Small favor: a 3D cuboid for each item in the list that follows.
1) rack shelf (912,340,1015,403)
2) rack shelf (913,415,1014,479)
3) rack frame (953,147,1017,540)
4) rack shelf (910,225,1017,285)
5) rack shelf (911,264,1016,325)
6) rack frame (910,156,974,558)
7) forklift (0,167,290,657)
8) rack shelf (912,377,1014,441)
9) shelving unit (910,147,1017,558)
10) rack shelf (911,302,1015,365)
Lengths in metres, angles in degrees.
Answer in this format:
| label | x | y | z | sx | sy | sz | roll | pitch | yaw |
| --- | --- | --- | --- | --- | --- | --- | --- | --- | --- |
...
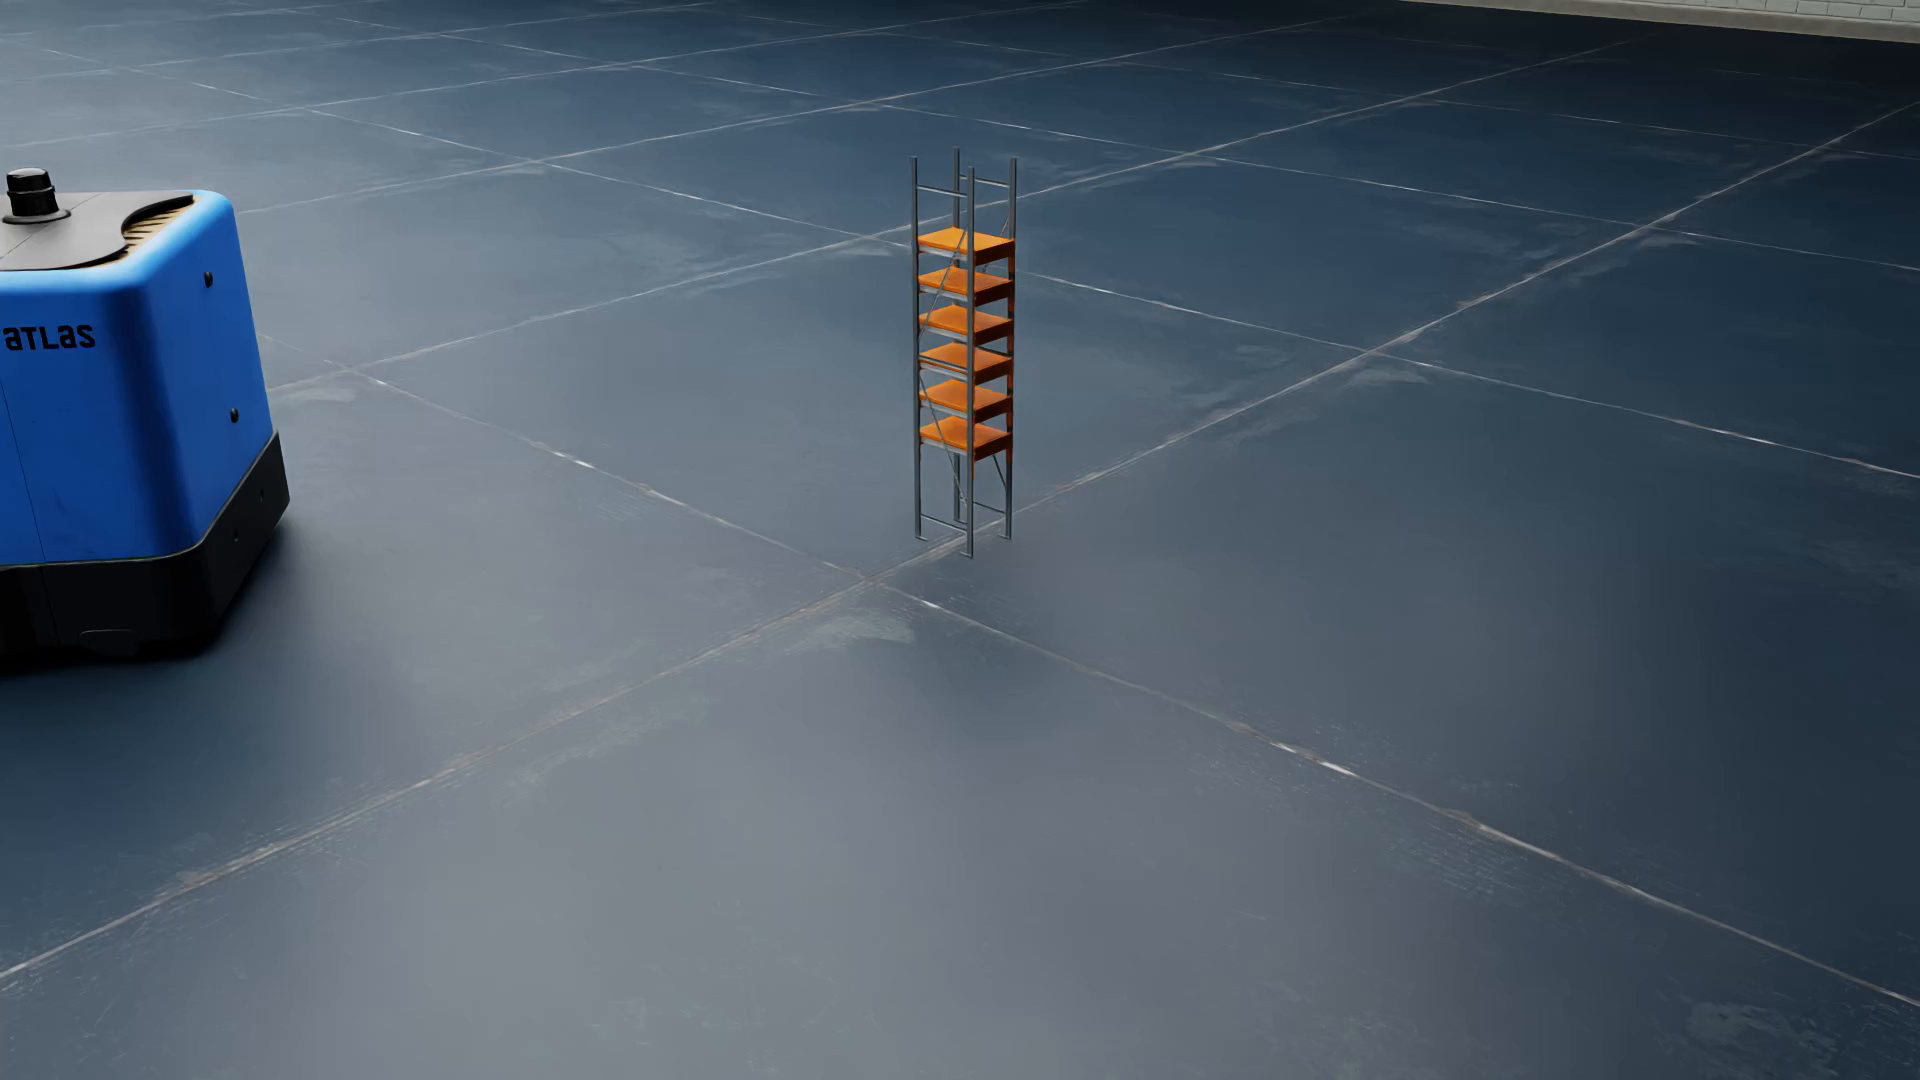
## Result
| label | x | y | z | sx | sy | sz | roll | pitch | yaw |
| --- | --- | --- | --- | --- | --- | --- | --- | --- | --- |
| rack shelf | 0.010 | -0.511 | 5.033 | 0.258 | 0.103 | 0.180 | 20 | 31 | 38 |
| rack shelf | 0.010 | -0.292 | 5.131 | 0.258 | 0.103 | 0.180 | 20 | 31 | 38 |
| rack frame | 0.071 | -0.580 | 5.077 | 0.240 | 1.200 | 0.006 | 20 | 31 | 38 |
| rack shelf | 0.010 | -0.840 | 4.885 | 0.258 | 0.103 | 0.180 | 20 | 31 | 38 |
| rack shelf | 0.010 | -0.730 | 4.934 | 0.258 | 0.103 | 0.180 | 20 | 31 | 38 |
| rack frame | -0.051 | -0.524 | 4.952 | 0.240 | 1.200 | 0.006 | 20 | 31 | 38 |
| forklift | -3.598 | -1.138 | 4.205 | 3.031 | 2.935 | 1.130 | -3 | 24 | -7 |
| rack shelf | 0.010 | -0.402 | 5.082 | 0.258 | 0.103 | 0.180 | 20 | 31 | 38 |
| shelving unit | 0.010 | -0.552 | 5.014 | 0.258 | 1.200 | 0.189 | 20 | 31 | 38 |
| rack shelf | 0.010 | -0.621 | 4.983 | 0.258 | 0.103 | 0.180 | 20 | 31 | 38 |
